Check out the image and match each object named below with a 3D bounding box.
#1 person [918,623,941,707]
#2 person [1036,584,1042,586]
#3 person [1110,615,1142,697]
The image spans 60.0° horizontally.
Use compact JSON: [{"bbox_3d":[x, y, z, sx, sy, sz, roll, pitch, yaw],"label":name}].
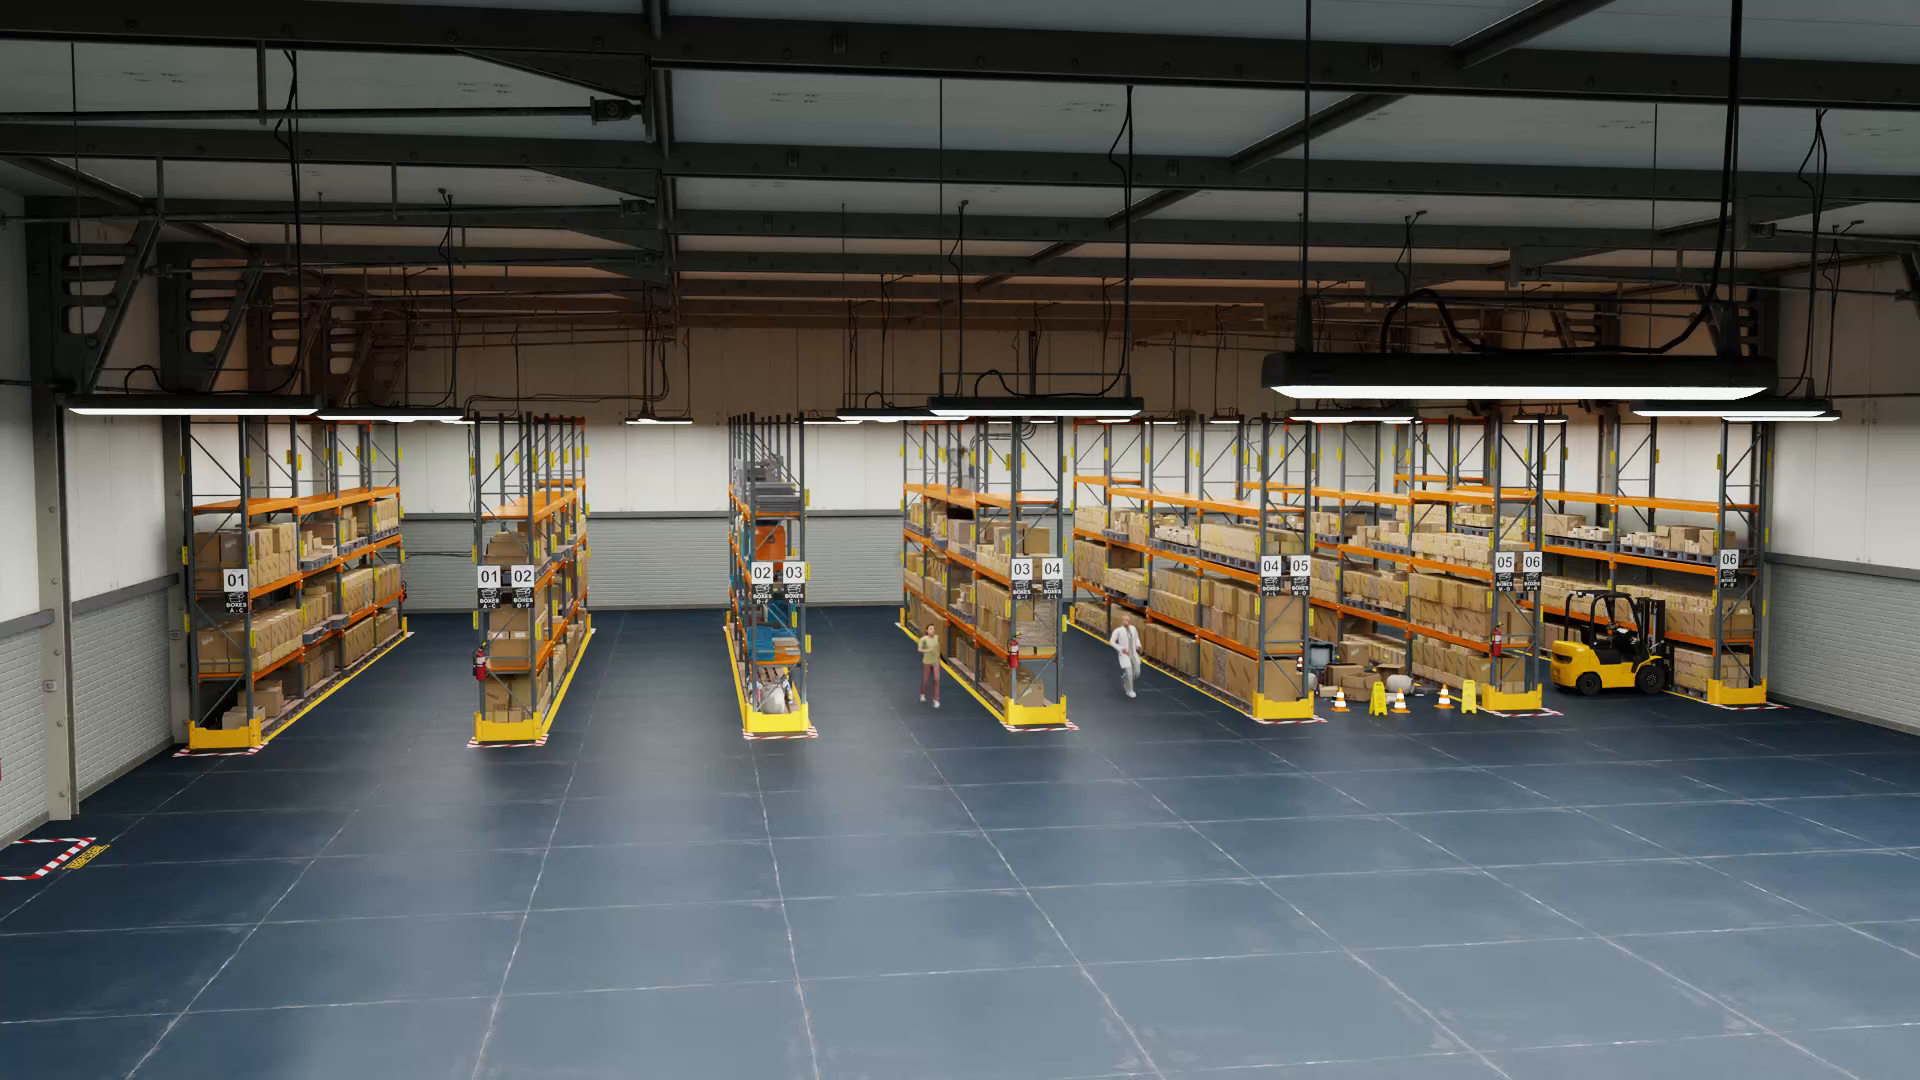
[{"bbox_3d":[-0.626,2.538,34.146,0.562,1.678,0.948,-1,4,-20],"label":"person"},{"bbox_3d":[2.113,1.534,48.842,0.646,1.741,0.584,1,4,10],"label":"person"},{"bbox_3d":[3.517,2.459,35.398,0.738,1.734,0.615,-2,4,-28],"label":"person"}]
